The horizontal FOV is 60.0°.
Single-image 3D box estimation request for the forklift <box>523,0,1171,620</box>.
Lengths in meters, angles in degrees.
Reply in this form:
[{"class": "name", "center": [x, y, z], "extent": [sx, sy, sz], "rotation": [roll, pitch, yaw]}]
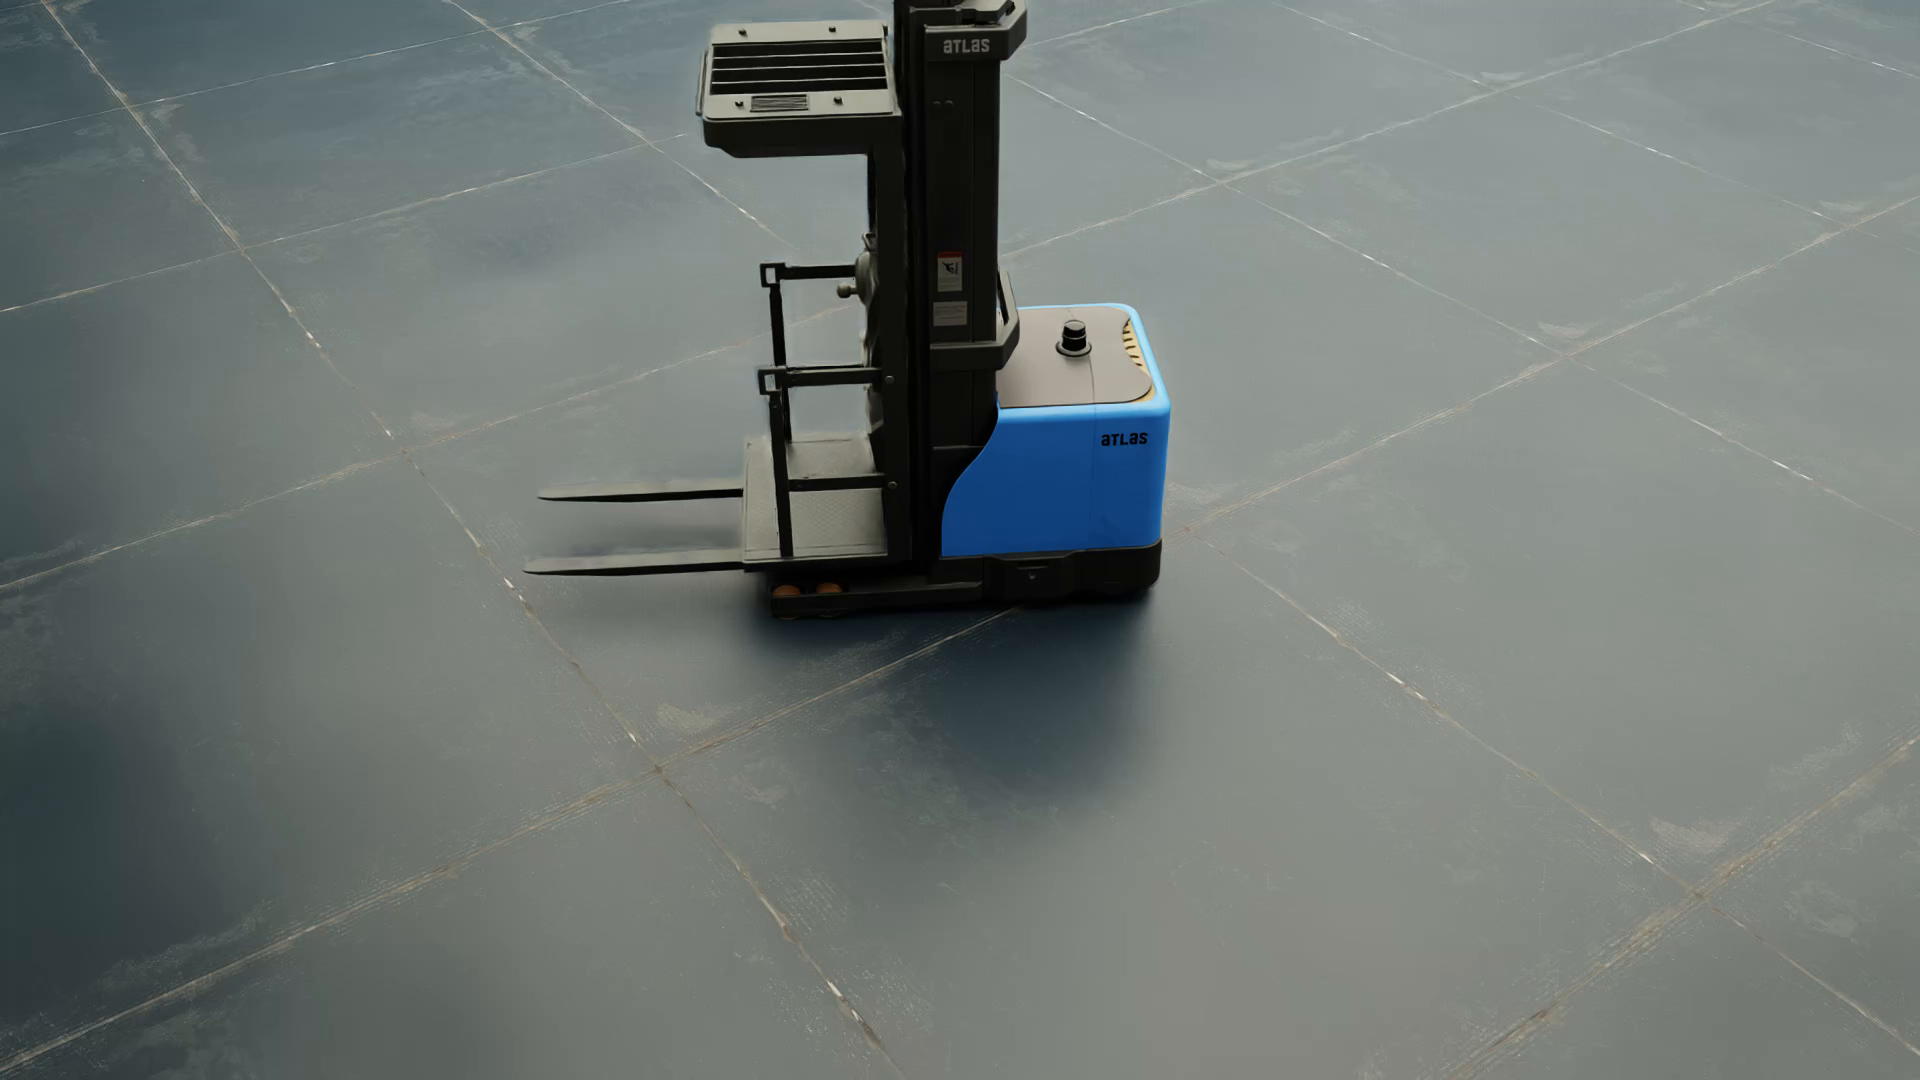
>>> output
[{"class": "forklift", "center": [-0.583, -1.128, 7.471], "extent": [3.031, 2.935, 1.130], "rotation": [-3, 37, -4]}]
